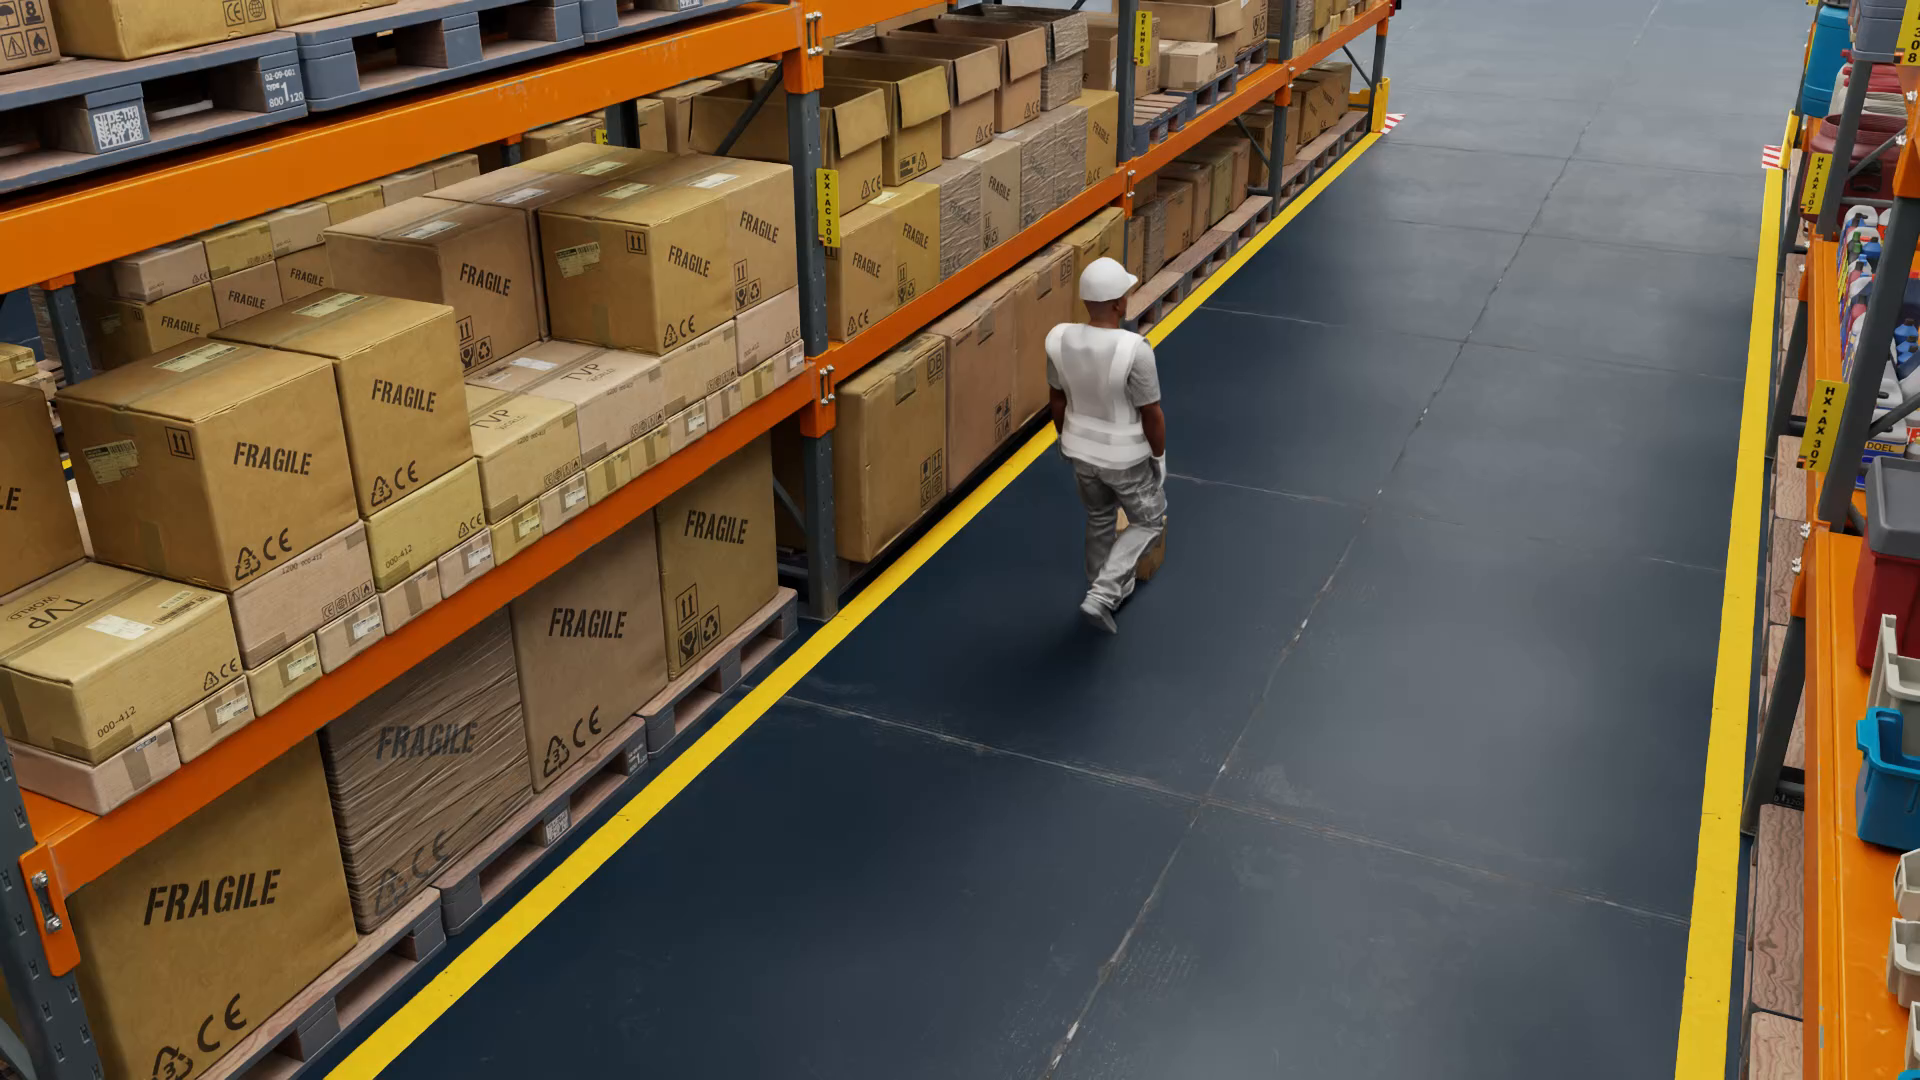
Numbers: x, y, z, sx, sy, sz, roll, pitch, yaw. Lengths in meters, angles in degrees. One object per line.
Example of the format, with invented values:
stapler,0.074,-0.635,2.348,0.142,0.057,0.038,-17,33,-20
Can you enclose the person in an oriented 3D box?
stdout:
person,0.678,-0.413,7.423,0.591,1.771,0.740,18,31,33
